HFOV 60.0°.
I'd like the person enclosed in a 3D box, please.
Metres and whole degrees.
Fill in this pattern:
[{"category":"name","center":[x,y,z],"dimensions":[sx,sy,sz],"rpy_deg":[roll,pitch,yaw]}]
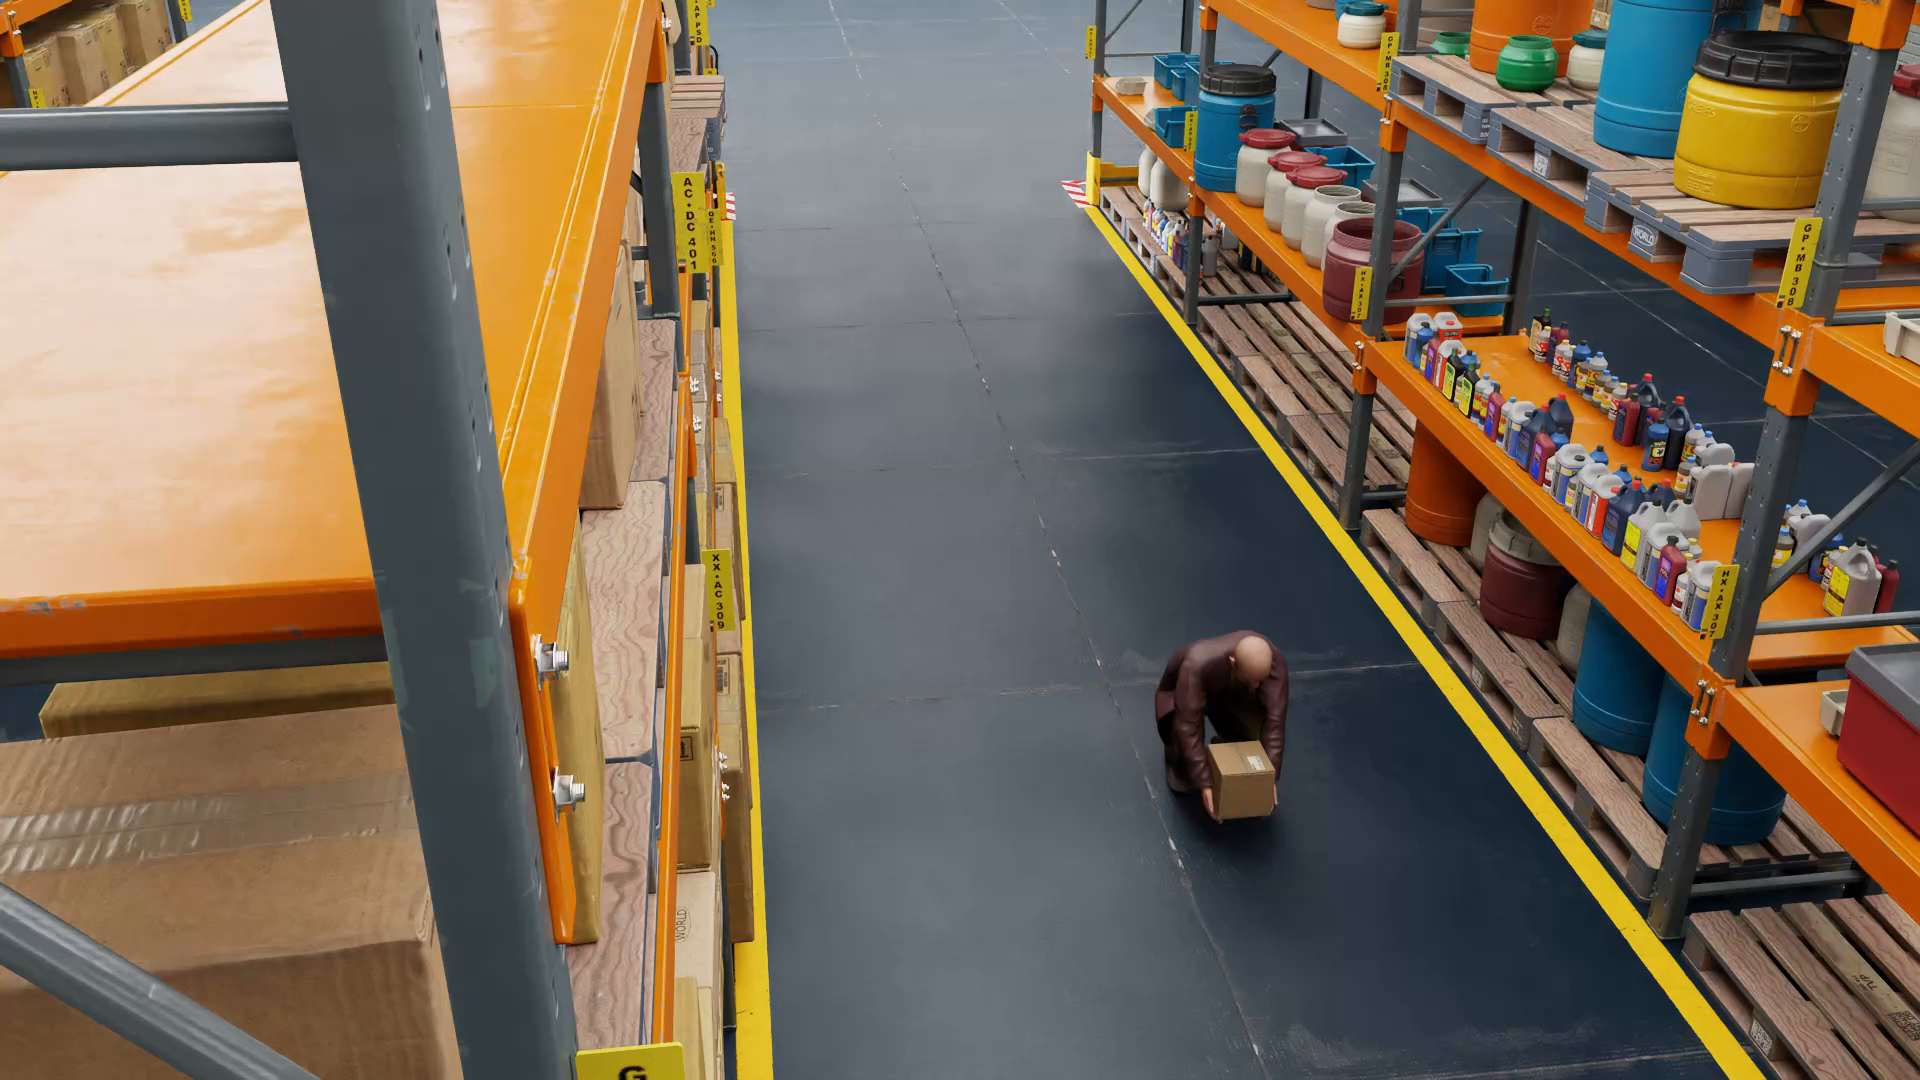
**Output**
[{"category":"person","center":[1.249,0.844,7.953],"dimensions":[0.598,0.890,0.911],"rpy_deg":[-4,27,-7]}]
